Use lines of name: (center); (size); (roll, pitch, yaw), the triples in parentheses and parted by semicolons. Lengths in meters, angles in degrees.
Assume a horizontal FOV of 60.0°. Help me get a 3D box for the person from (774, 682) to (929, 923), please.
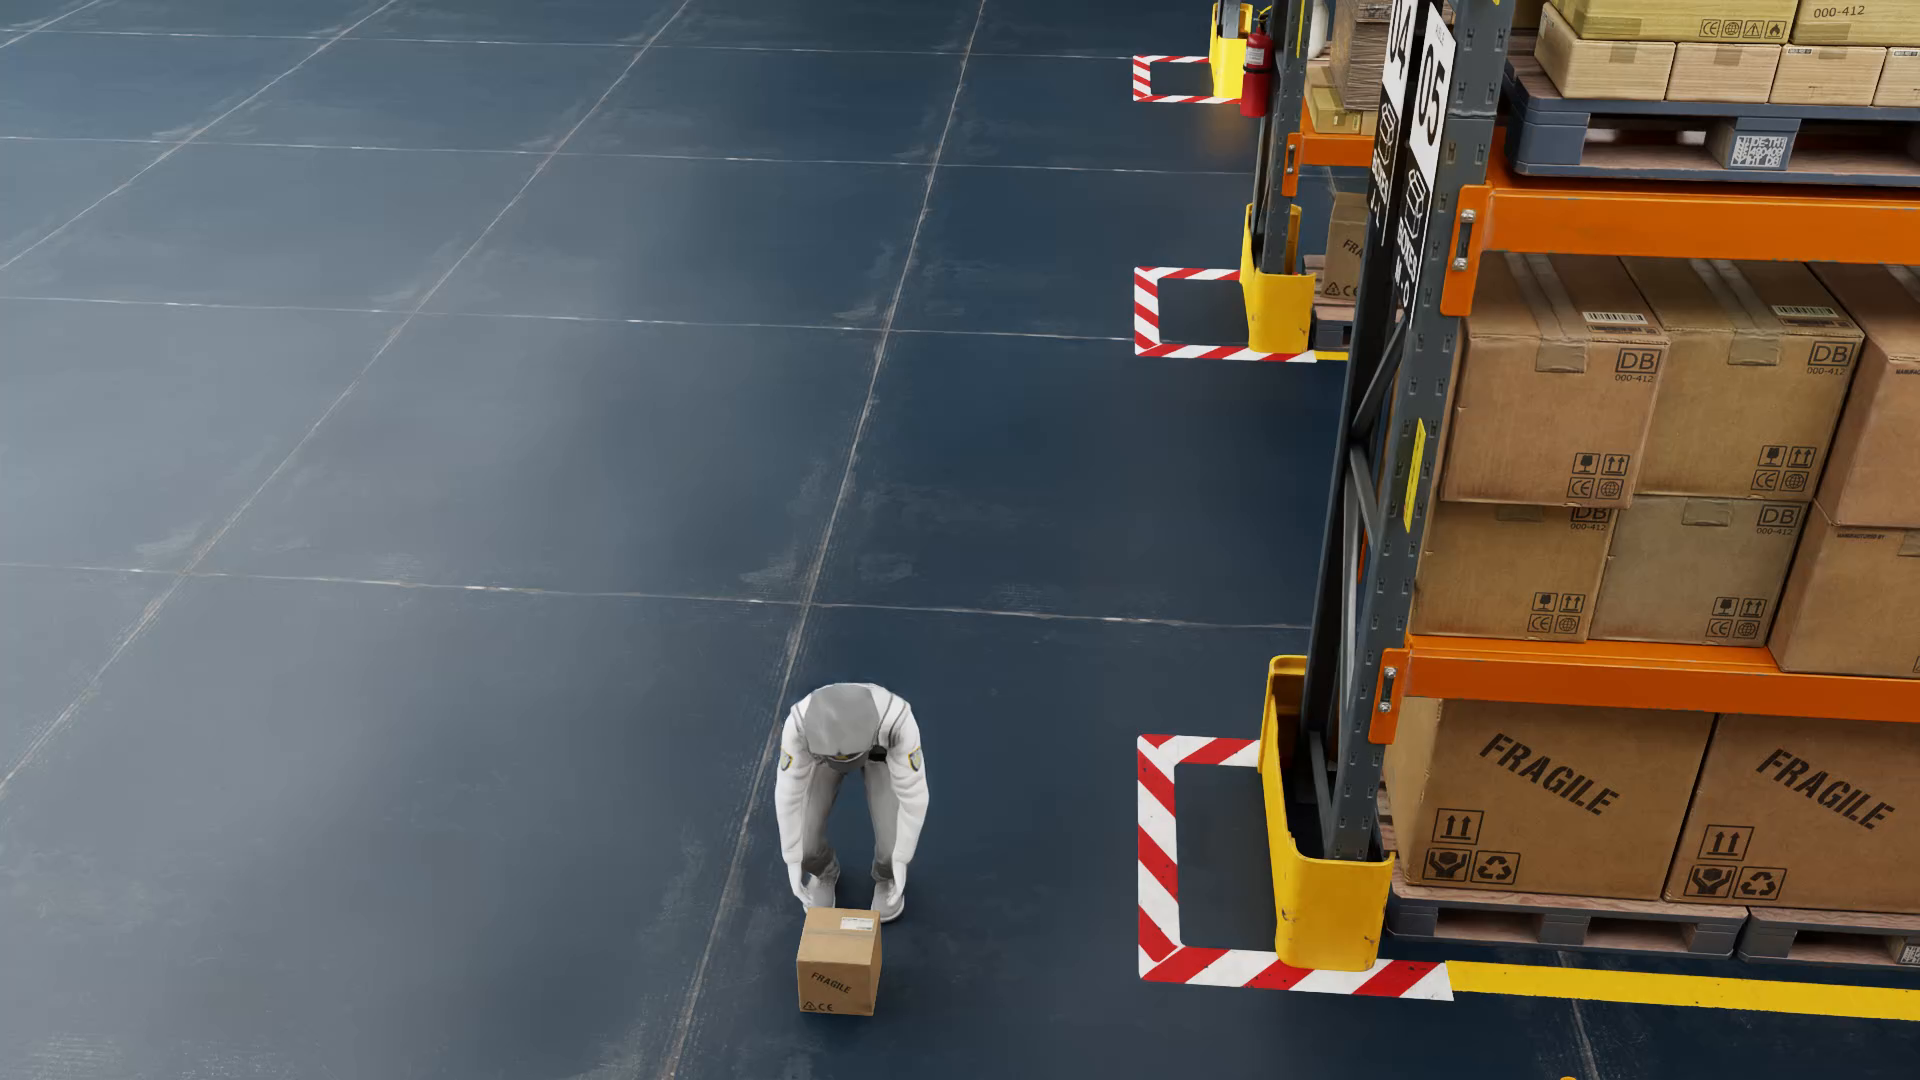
person: (-0.356, 0.860, 5.728); (0.522, 1.180, 0.796); (3, 32, 4)
